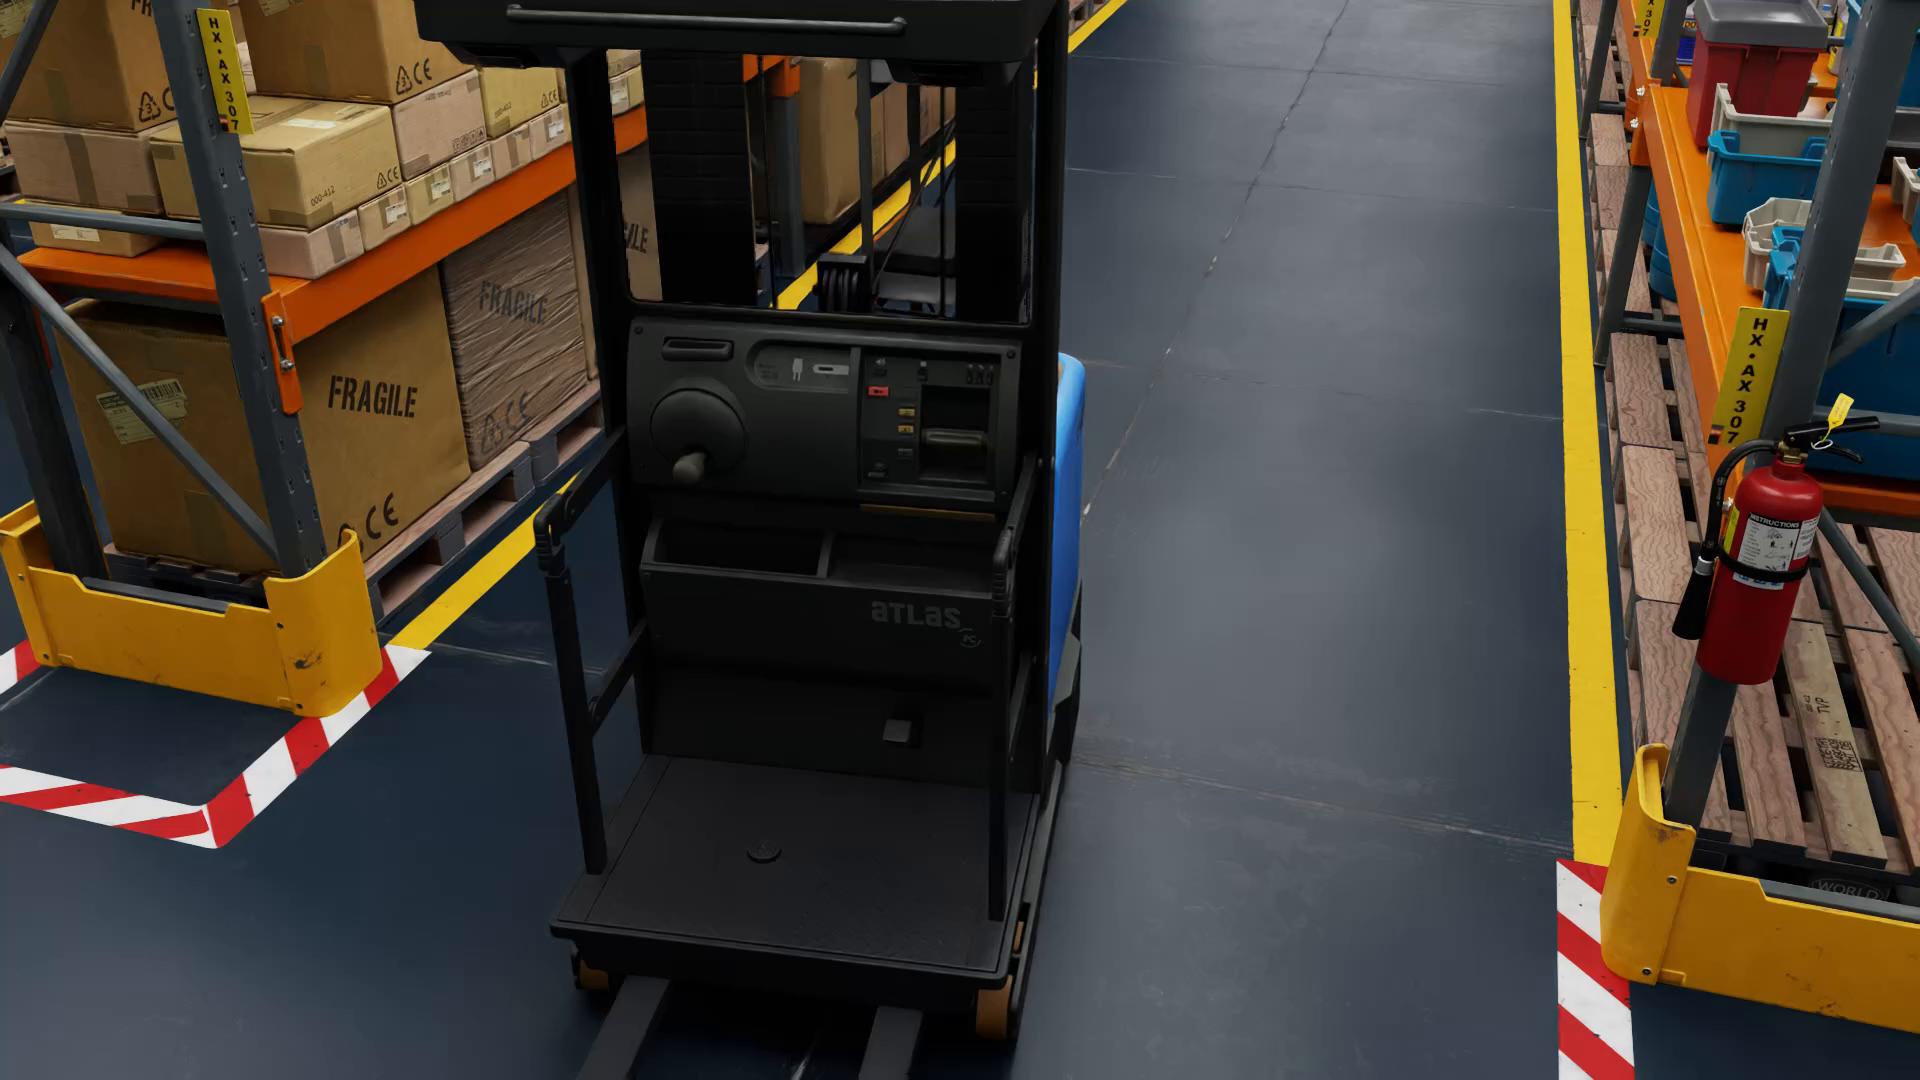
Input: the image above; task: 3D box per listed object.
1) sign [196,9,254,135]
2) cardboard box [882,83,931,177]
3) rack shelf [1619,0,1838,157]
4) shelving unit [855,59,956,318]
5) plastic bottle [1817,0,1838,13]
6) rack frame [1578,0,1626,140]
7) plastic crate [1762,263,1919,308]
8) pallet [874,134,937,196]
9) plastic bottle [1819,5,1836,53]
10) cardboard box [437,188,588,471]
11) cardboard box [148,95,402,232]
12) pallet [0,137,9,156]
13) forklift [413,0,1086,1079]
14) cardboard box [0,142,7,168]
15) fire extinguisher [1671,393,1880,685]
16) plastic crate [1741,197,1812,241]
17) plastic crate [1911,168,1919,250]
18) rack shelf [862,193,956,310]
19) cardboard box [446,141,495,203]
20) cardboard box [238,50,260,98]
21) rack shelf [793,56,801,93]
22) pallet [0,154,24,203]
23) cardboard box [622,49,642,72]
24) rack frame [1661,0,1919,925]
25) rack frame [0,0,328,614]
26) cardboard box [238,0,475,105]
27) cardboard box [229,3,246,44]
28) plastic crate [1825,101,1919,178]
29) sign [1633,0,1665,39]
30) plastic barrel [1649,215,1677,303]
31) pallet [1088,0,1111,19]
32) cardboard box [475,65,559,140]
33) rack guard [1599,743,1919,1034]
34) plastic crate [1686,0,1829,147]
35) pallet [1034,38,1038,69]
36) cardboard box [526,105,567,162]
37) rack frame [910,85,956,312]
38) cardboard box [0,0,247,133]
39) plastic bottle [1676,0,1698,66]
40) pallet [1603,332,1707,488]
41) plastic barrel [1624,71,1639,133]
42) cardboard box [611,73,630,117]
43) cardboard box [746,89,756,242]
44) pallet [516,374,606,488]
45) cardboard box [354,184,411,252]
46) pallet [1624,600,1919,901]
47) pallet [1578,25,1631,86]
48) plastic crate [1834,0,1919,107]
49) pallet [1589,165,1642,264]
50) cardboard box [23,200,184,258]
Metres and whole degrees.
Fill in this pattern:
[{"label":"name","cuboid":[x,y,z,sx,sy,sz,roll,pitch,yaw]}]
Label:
[{"label":"sign","cuboid":[-1.958,-1.246,4.432,0.100,0.325,0.005,8,30,15]},{"label":"cardboard box","cuboid":[-0.882,-2.745,9.852,1.225,0.875,0.875,7,30,13]},{"label":"rack shelf","cuboid":[4.010,-2.682,8.726,1.077,0.370,4.000,8,30,15]},{"label":"shelving unit","cuboid":[-0.049,-0.841,5.601,0.431,2.100,0.503,8,30,15]},{"label":"plastic bottle","cuboid":[4.194,-2.604,7.973,0.152,0.276,0.135,8,30,15]},{"label":"rack frame","cuboid":[4.597,-3.926,10.222,1.000,3.000,0.127,8,30,15]},{"label":"plastic crate","cuboid":[2.414,-0.657,4.554,0.396,0.136,0.243,8,30,15]},{"label":"pallet","cuboid":[-0.801,-2.493,10.515,1.003,0.211,1.213,8,30,15]},{"label":"plastic bottle","cuboid":[3.905,-2.320,7.540,0.097,0.201,0.097,0,29,0]},{"label":"cardboard box","cuboid":[-2.108,-0.902,6.539,0.875,0.875,0.875,8,30,15]},{"label":"cardboard box","cuboid":[-2.087,-1.164,5.105,0.500,0.250,0.500,8,30,14]},{"label":"pallet","cuboid":[-5.797,-2.672,10.836,1.003,0.211,1.213,8,30,15]},{"label":"forklift","cuboid":[-0.356,-0.251,3.687,1.130,2.935,3.031,5,29,8]},{"label":"cardboard box","cuboid":[-5.813,-2.235,9.683,0.380,0.149,0.250,9,30,16]},{"label":"fire extinguisher","cuboid":[1.770,-0.006,3.639,0.296,0.674,0.183,8,30,15]},{"label":"plastic crate","cuboid":[2.541,-0.930,5.045,0.298,0.136,0.250,8,30,15]},{"label":"plastic crate","cuboid":[3.110,-0.980,5.037,0.416,0.233,0.300,8,30,15]},{"label":"rack shelf","cuboid":[-0.049,-0.829,5.608,0.431,0.518,0.480,8,30,15]},{"label":"cardboard box","cuboid":[-1.842,-1.283,5.729,0.380,0.149,0.250,8,30,14]},{"label":"cardboard box","cuboid":[-2.448,-1.478,5.670,0.500,0.250,0.500,8,30,14]},{"label":"rack shelf","cuboid":[-0.725,-3.389,9.996,1.077,0.370,4.000,8,30,15]},{"label":"pallet","cuboid":[-6.187,-1.993,9.615,1.003,0.211,1.213,8,30,15]},{"label":"cardboard box","cuboid":[-1.490,-2.118,6.819,0.500,0.250,0.500,9,30,16]},{"label":"rack frame","cuboid":[2.248,-0.208,3.539,1.000,3.000,0.127,8,30,15]},{"label":"rack frame","cuboid":[-2.486,-0.915,4.809,1.000,3.000,0.127,8,30,15]},{"label":"cardboard box","cuboid":[-1.941,-1.724,5.341,0.500,0.500,0.500,8,30,14]},{"label":"cardboard box","cuboid":[-5.259,-3.417,11.446,0.500,0.500,0.500,9,30,16]},{"label":"plastic crate","cuboid":[3.351,-1.415,5.929,0.437,0.125,0.590,8,30,15]},{"label":"sign","cuboid":[2.897,-2.267,6.956,0.100,0.325,0.005,8,30,15]},{"label":"plastic barrel","cuboid":[3.599,-1.584,7.738,0.600,0.901,0.708,8,30,15]},{"label":"pallet","cuboid":[0.809,-4.911,14.861,1.003,0.211,1.213,8,30,15]},{"label":"cardboard box","cuboid":[-1.790,-1.639,5.960,0.500,0.250,0.500,7,30,13]},{"label":"rack guard","cuboid":[2.254,0.897,4.123,1.175,0.500,0.348,8,30,15]},{"label":"plastic crate","cuboid":[2.921,-1.742,6.169,0.402,0.464,0.583,8,30,15]},{"label":"pallet","cuboid":[0.093,-3.777,12.823,1.003,0.211,1.213,8,30,15]},{"label":"cardboard box","cuboid":[-1.692,-1.521,6.157,0.380,0.149,0.250,8,30,14]},{"label":"rack frame","cuboid":[0.023,-0.954,5.805,0.400,2.100,0.015,8,30,15]},{"label":"cardboard box","cuboid":[-2.595,-1.571,5.066,0.500,0.500,0.500,9,30,15]},{"label":"plastic bottle","cuboid":[3.229,-2.242,7.323,0.152,0.276,0.135,8,30,15]},{"label":"pallet","cuboid":[3.244,-0.501,6.934,1.003,0.211,1.213,8,30,15]},{"label":"plastic barrel","cuboid":[4.469,-2.931,10.234,0.600,0.830,0.708,8,30,15]},{"label":"cardboard box","cuboid":[-1.541,-1.760,6.587,0.380,0.149,0.250,9,30,16]},{"label":"cardboard box","cuboid":[-1.582,-1.734,8.034,0.875,0.875,0.875,8,30,15]},{"label":"pallet","cuboid":[-1.966,-0.644,7.191,1.003,0.211,1.213,8,30,15]},{"label":"cardboard box","cuboid":[-1.993,-1.043,5.297,0.380,0.149,0.250,8,30,14]},{"label":"pallet","cuboid":[2.528,0.633,4.896,1.003,0.211,1.213,8,30,15]},{"label":"pallet","cuboid":[5.221,-3.627,12.553,1.003,0.211,1.213,8,30,15]},{"label":"plastic crate","cuboid":[3.612,-1.821,6.392,0.392,0.384,0.575,8,30,15]},{"label":"pallet","cuboid":[4.045,-1.770,9.215,1.003,0.211,1.213,8,30,15]},{"label":"cardboard box","cuboid":[-2.697,-1.018,5.252,0.380,0.149,0.250,9,30,16]}]
